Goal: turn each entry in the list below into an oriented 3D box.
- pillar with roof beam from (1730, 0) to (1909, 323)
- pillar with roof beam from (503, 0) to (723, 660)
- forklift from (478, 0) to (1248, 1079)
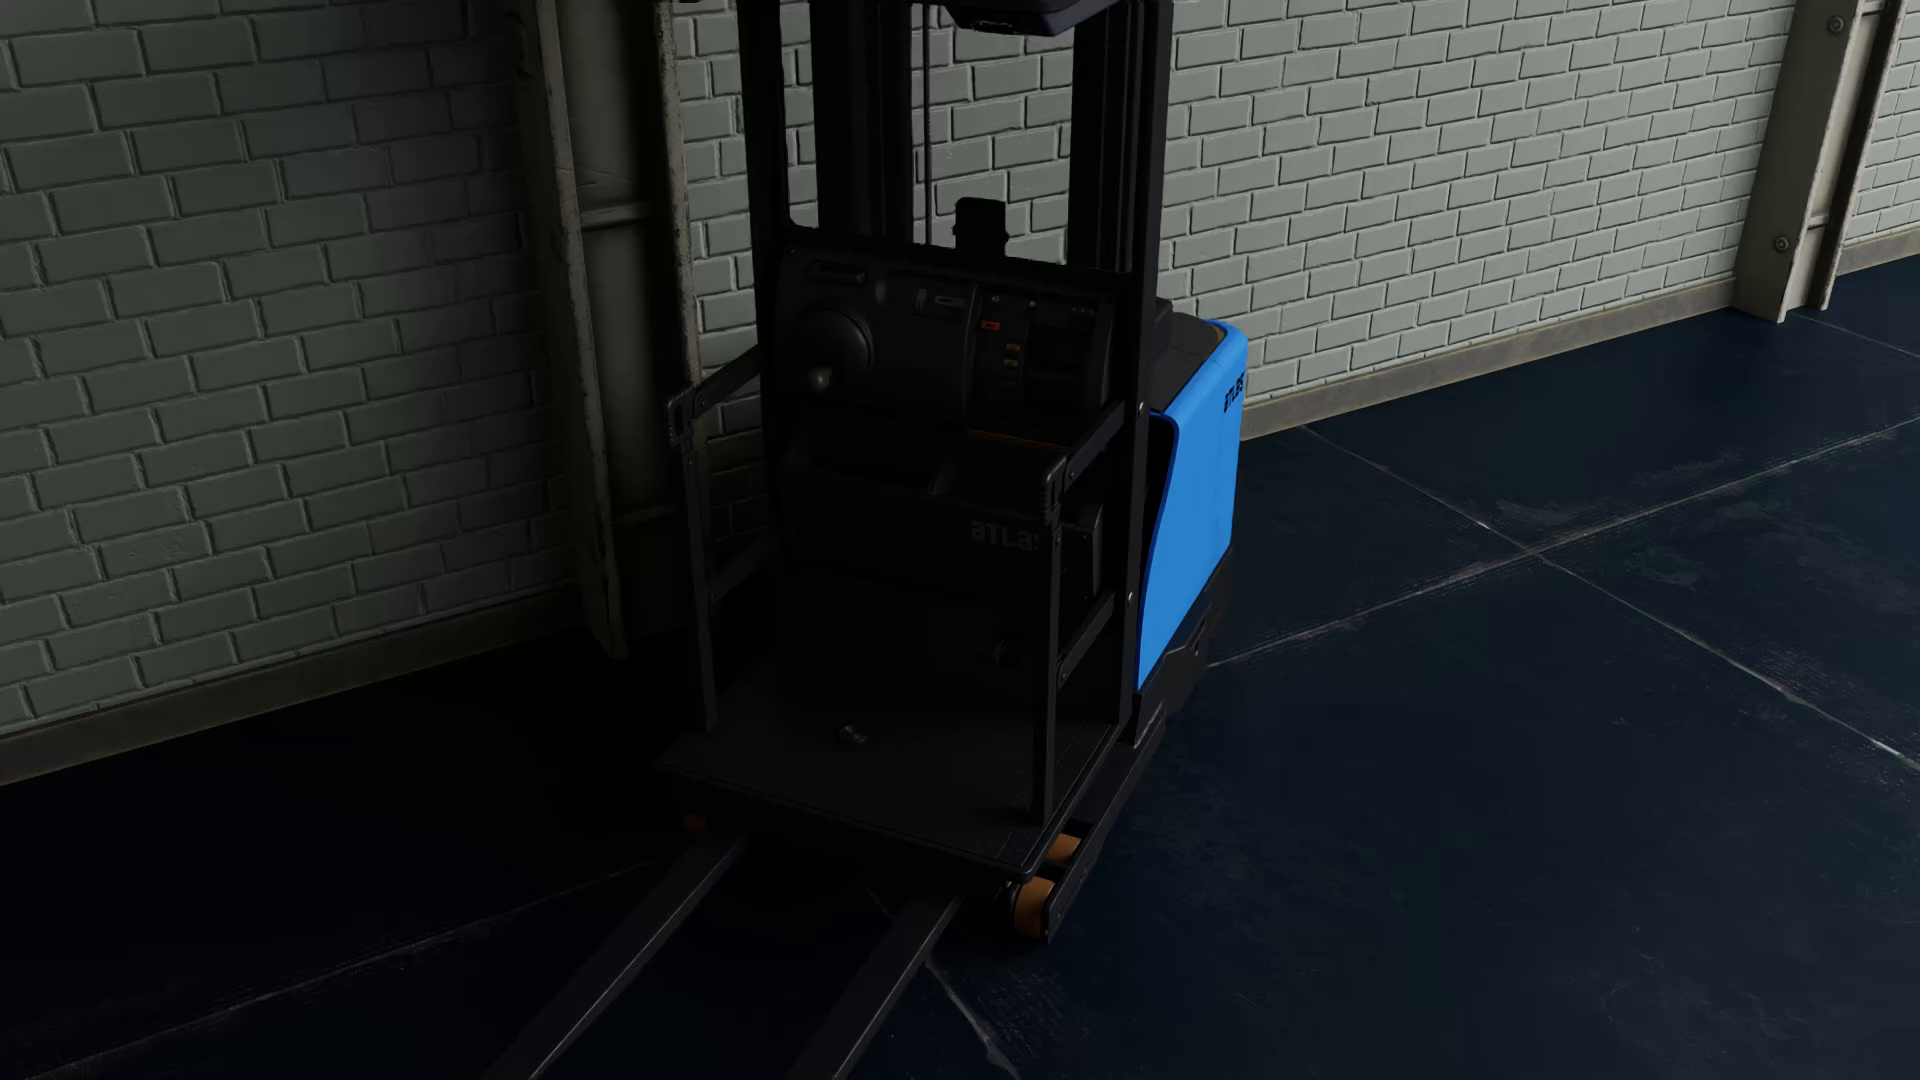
[{"bbox_3d":[6.295,-3.326,2.964,0.400,9.000,9.100,-16,33,-26],"label":"pillar with roof beam"},{"bbox_3d":[1.122,-1.858,0.303,0.400,9.000,9.100,-16,33,-26],"label":"pillar with roof beam"},{"bbox_3d":[-0.137,-0.474,4.075,1.130,2.935,3.031,12,31,21],"label":"forklift"}]
